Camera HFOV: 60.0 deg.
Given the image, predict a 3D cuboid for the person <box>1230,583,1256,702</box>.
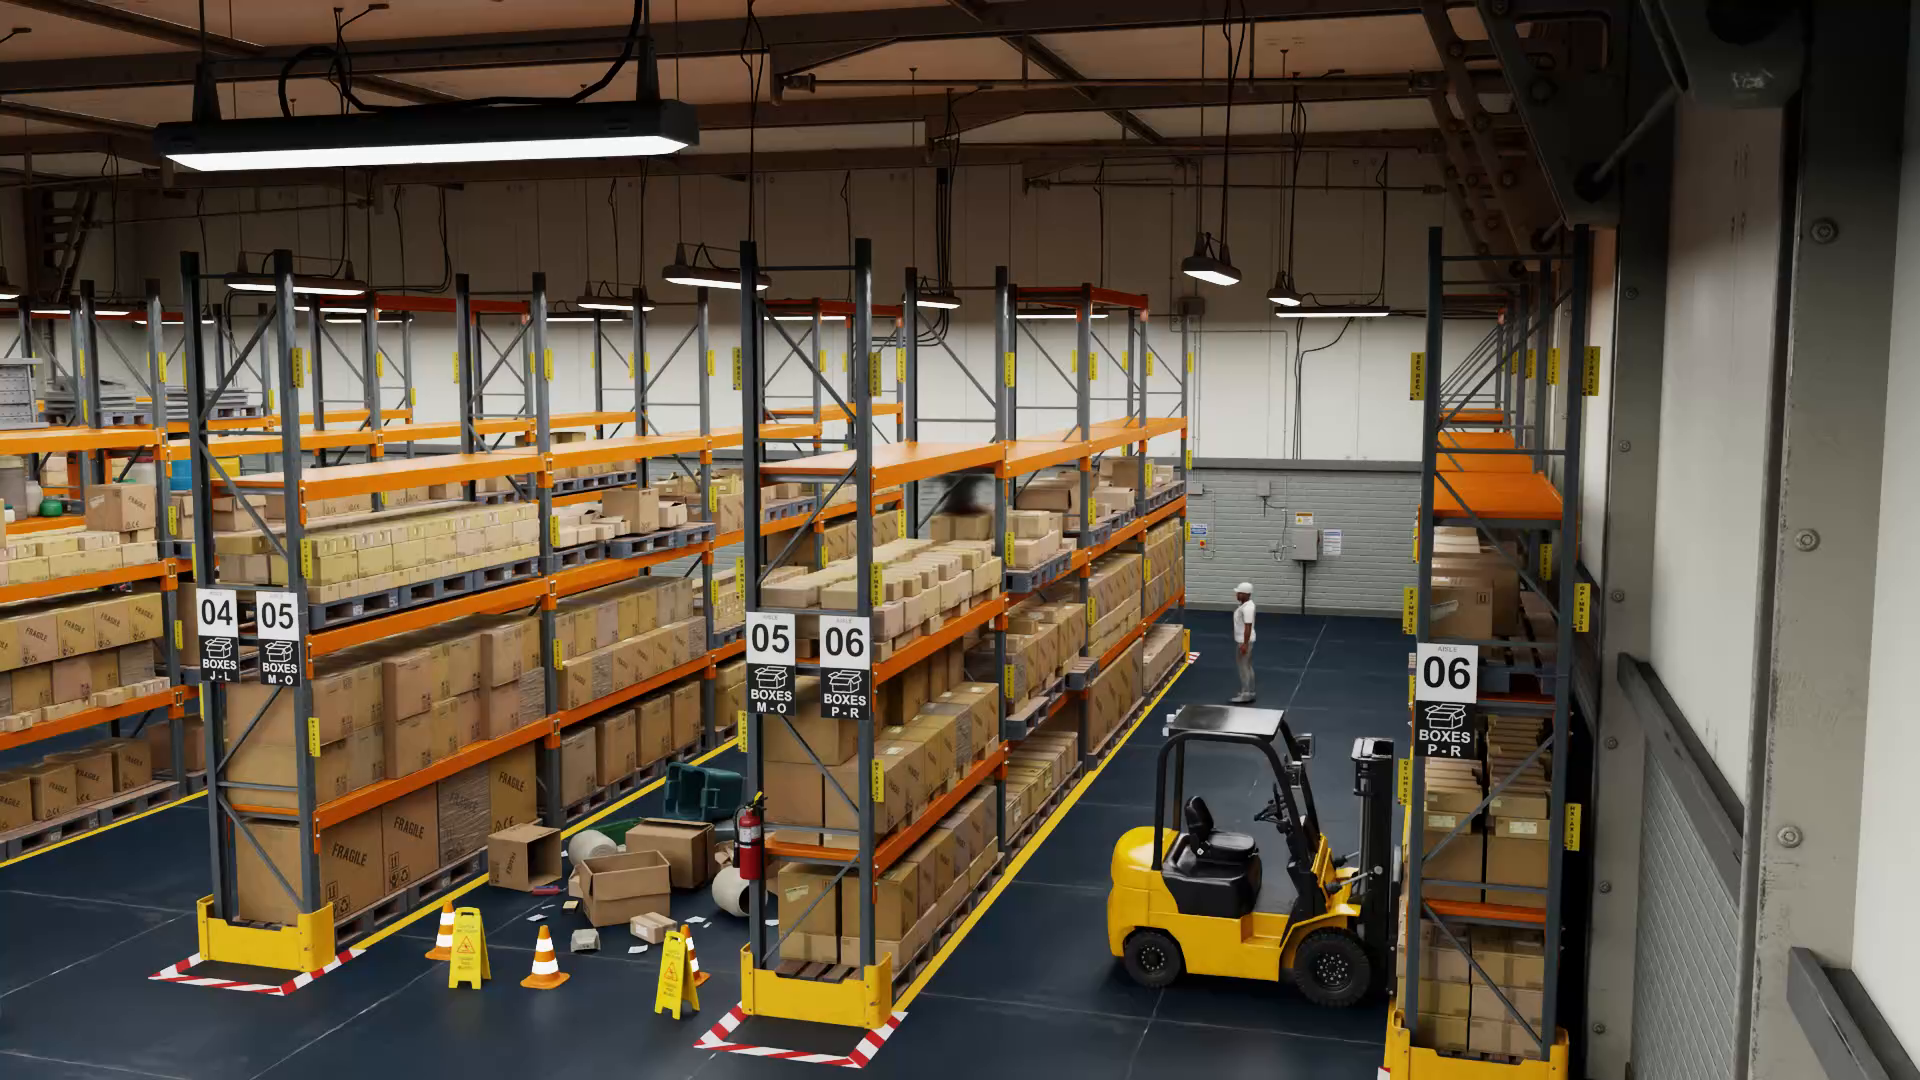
[{"bbox_3d":[4.234,1.510,24.776,0.360,1.767,0.653,1,7,13],"label":"person"}]
